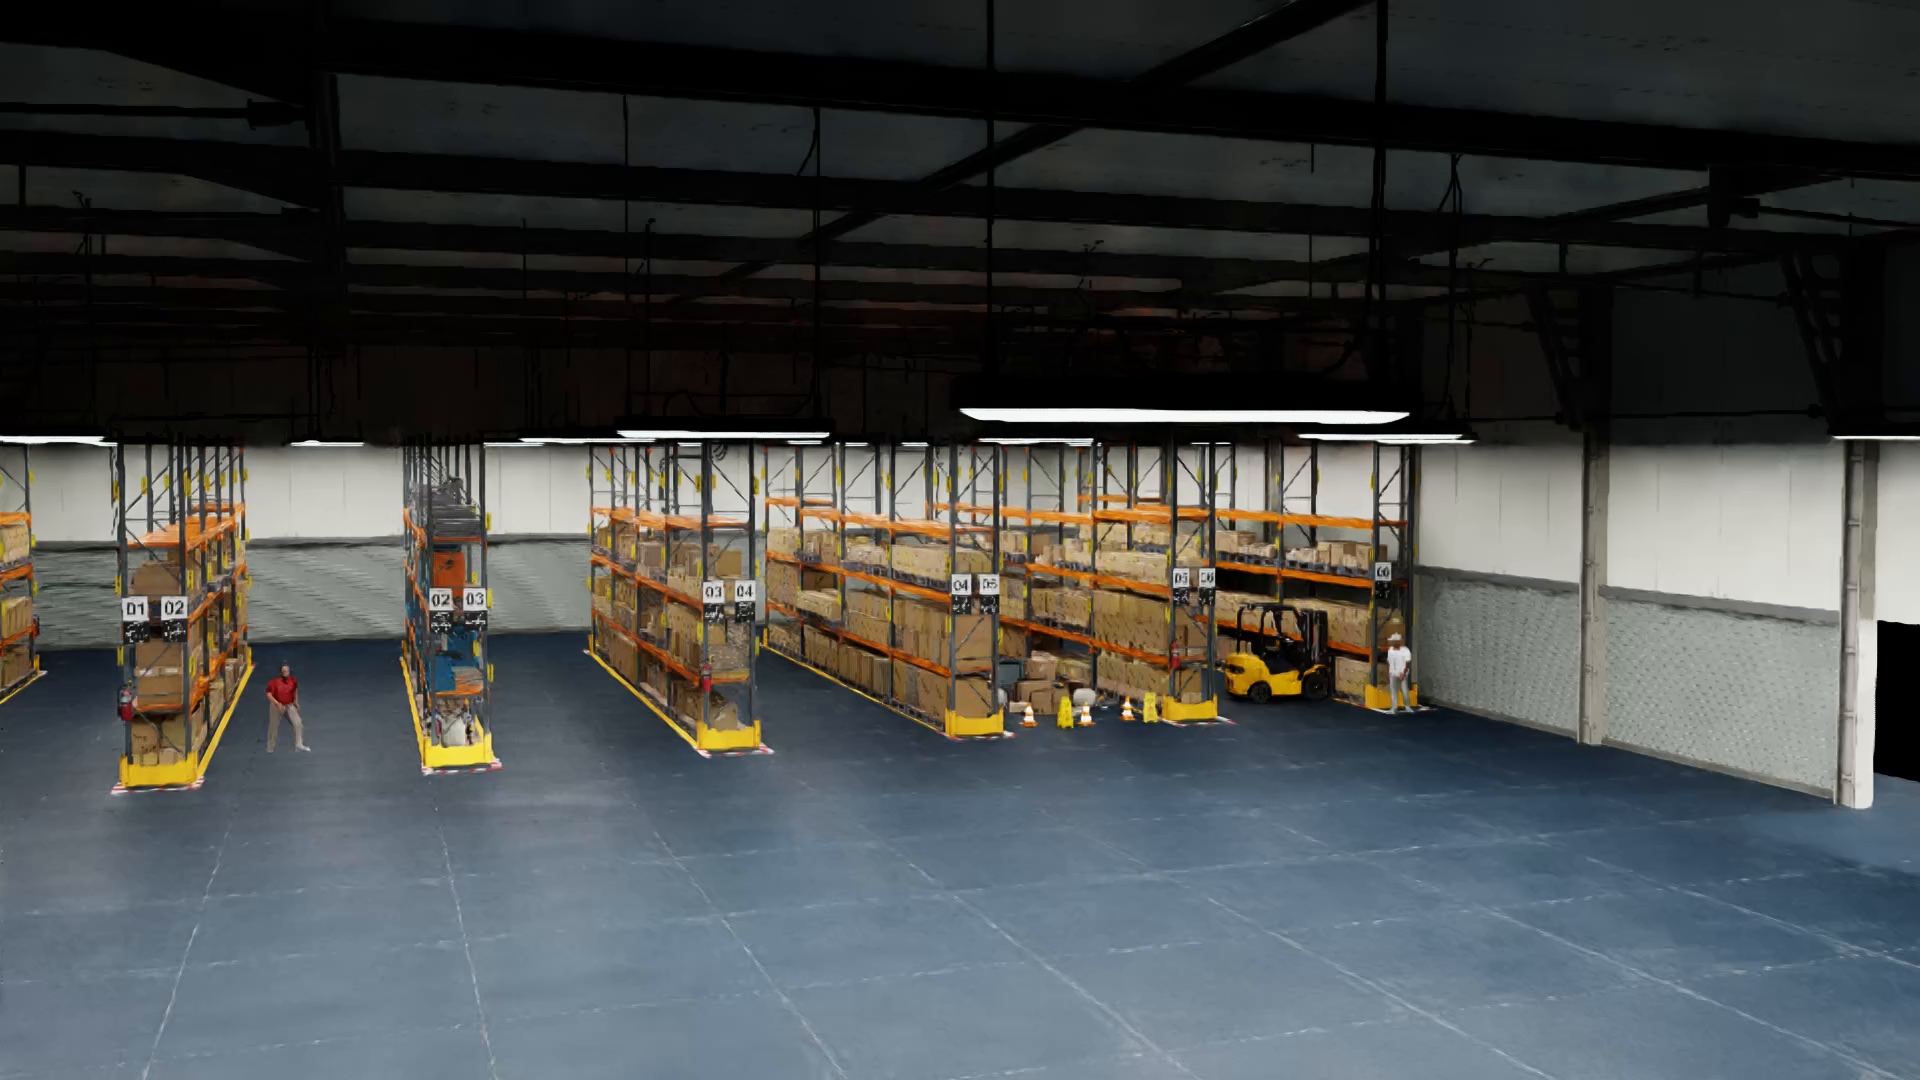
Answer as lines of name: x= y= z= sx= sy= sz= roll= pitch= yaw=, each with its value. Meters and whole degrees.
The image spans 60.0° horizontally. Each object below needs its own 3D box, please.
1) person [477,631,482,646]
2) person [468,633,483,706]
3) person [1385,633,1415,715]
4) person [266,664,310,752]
person: x=-12.494 y=2.553 z=42.729 sx=0.616 sy=1.602 sz=0.761 roll=-3 pitch=4 yaw=-41
person: x=-10.749 y=2.863 z=36.976 sx=0.357 sy=1.595 sz=0.571 roll=0 pitch=3 yaw=4
person: x=9.421 y=2.874 z=35.674 sx=0.583 sy=1.763 sz=0.707 roll=3 pitch=4 yaw=42
person: x=-12.695 y=3.150 z=31.239 sx=0.700 sy=1.665 sz=0.815 roll=-3 pitch=4 yaw=-40
